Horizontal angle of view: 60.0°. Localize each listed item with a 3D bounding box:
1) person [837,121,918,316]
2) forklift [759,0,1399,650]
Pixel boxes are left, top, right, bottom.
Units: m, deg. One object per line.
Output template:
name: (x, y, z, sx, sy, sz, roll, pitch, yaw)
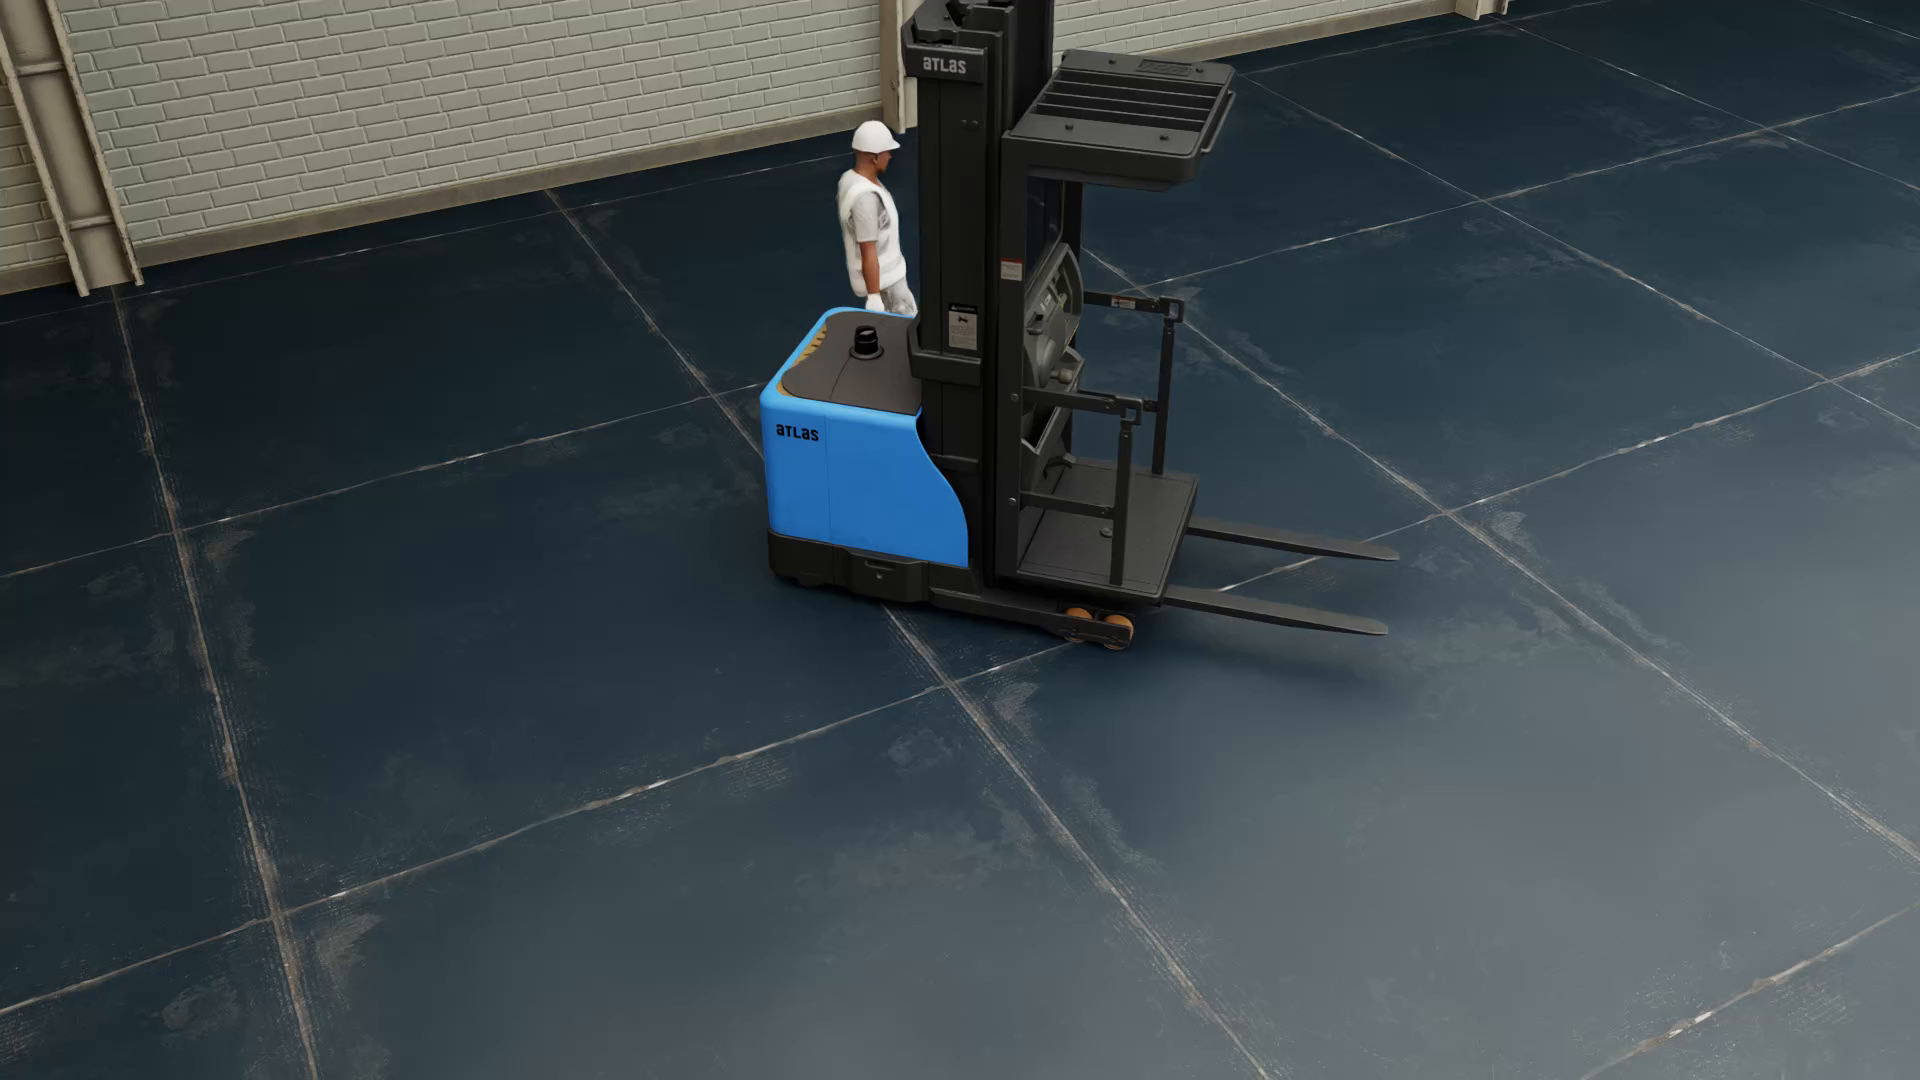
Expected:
person: (-0.455, -1.501, 9.337, 0.481, 1.686, 0.953, -5, 36, -7)
forklift: (0.617, -1.017, 7.562, 3.031, 2.935, 1.130, 10, 36, 14)
